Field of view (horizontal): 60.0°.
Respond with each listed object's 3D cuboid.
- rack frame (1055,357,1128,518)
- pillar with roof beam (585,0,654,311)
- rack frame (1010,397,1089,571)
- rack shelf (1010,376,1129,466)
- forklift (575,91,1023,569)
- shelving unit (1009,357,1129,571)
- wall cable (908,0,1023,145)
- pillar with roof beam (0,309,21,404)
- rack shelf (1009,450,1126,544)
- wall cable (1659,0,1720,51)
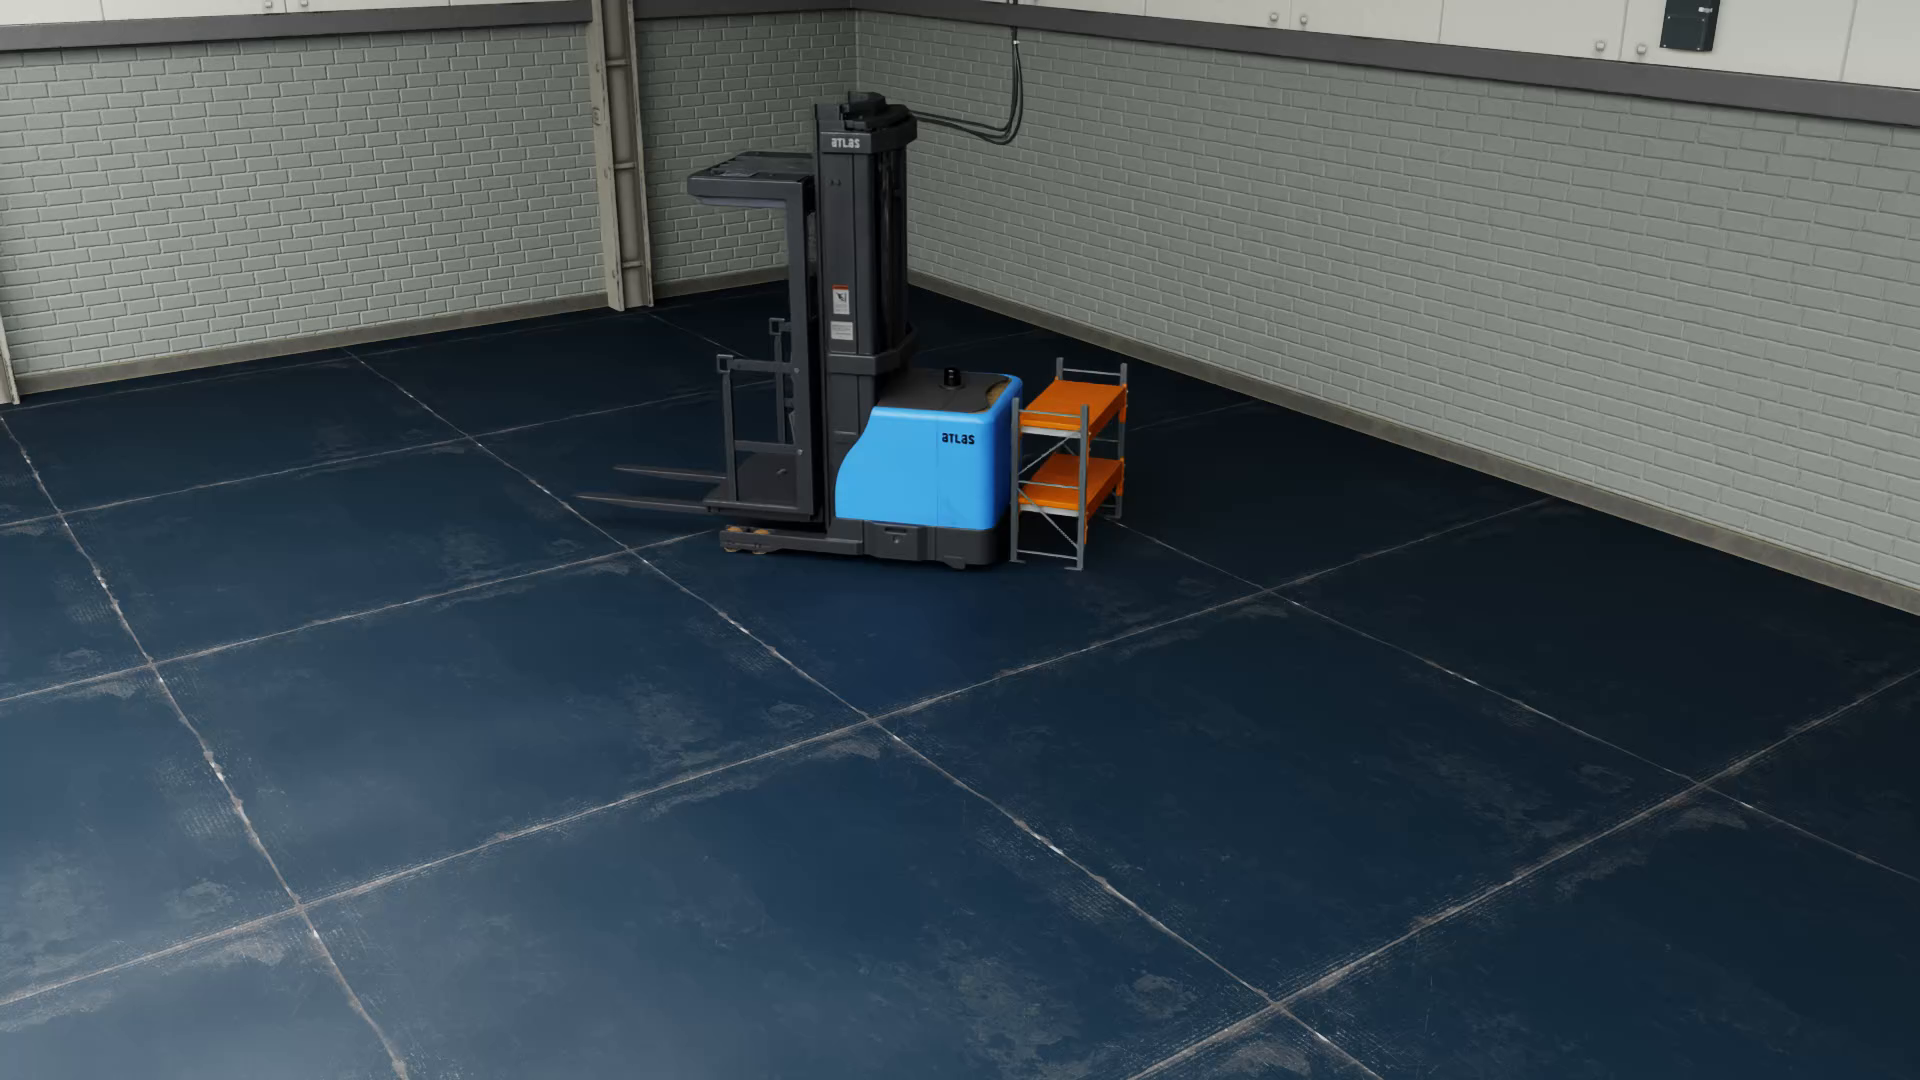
[{"bbox_3d":[0.909,-0.711,11.661,0.500,1.125,0.032,7,23,18],"label":"rack frame"},{"bbox_3d":[-0.972,-5.366,12.702,0.400,9.000,9.100,-15,26,-33],"label":"pillar with roof beam"},{"bbox_3d":[0.574,-0.355,10.769,0.500,1.125,0.032,7,23,18],"label":"rack frame"},{"bbox_3d":[0.742,-0.805,11.107,0.538,0.278,1.000,7,23,18],"label":"rack shelf"},{"bbox_3d":[-1.134,-1.446,11.064,3.031,2.935,1.130,5,22,13],"label":"forklift"},{"bbox_3d":[0.742,-0.533,11.215,0.538,1.125,1.048,7,23,18],"label":"shelving unit"},{"bbox_3d":[-0.323,-5.459,17.124,0.112,2.526,3.097,-15,26,-33],"label":"wall cable"},{"bbox_3d":[-5.843,-4.067,9.447,0.400,9.000,9.100,-15,26,-33],"label":"pillar with roof beam"},{"bbox_3d":[0.742,-0.306,11.306,0.538,0.278,1.000,7,23,18],"label":"rack shelf"},{"bbox_3d":[5.209,-5.621,8.752,0.169,6.003,2.305,-15,26,-33],"label":"wall cable"}]
